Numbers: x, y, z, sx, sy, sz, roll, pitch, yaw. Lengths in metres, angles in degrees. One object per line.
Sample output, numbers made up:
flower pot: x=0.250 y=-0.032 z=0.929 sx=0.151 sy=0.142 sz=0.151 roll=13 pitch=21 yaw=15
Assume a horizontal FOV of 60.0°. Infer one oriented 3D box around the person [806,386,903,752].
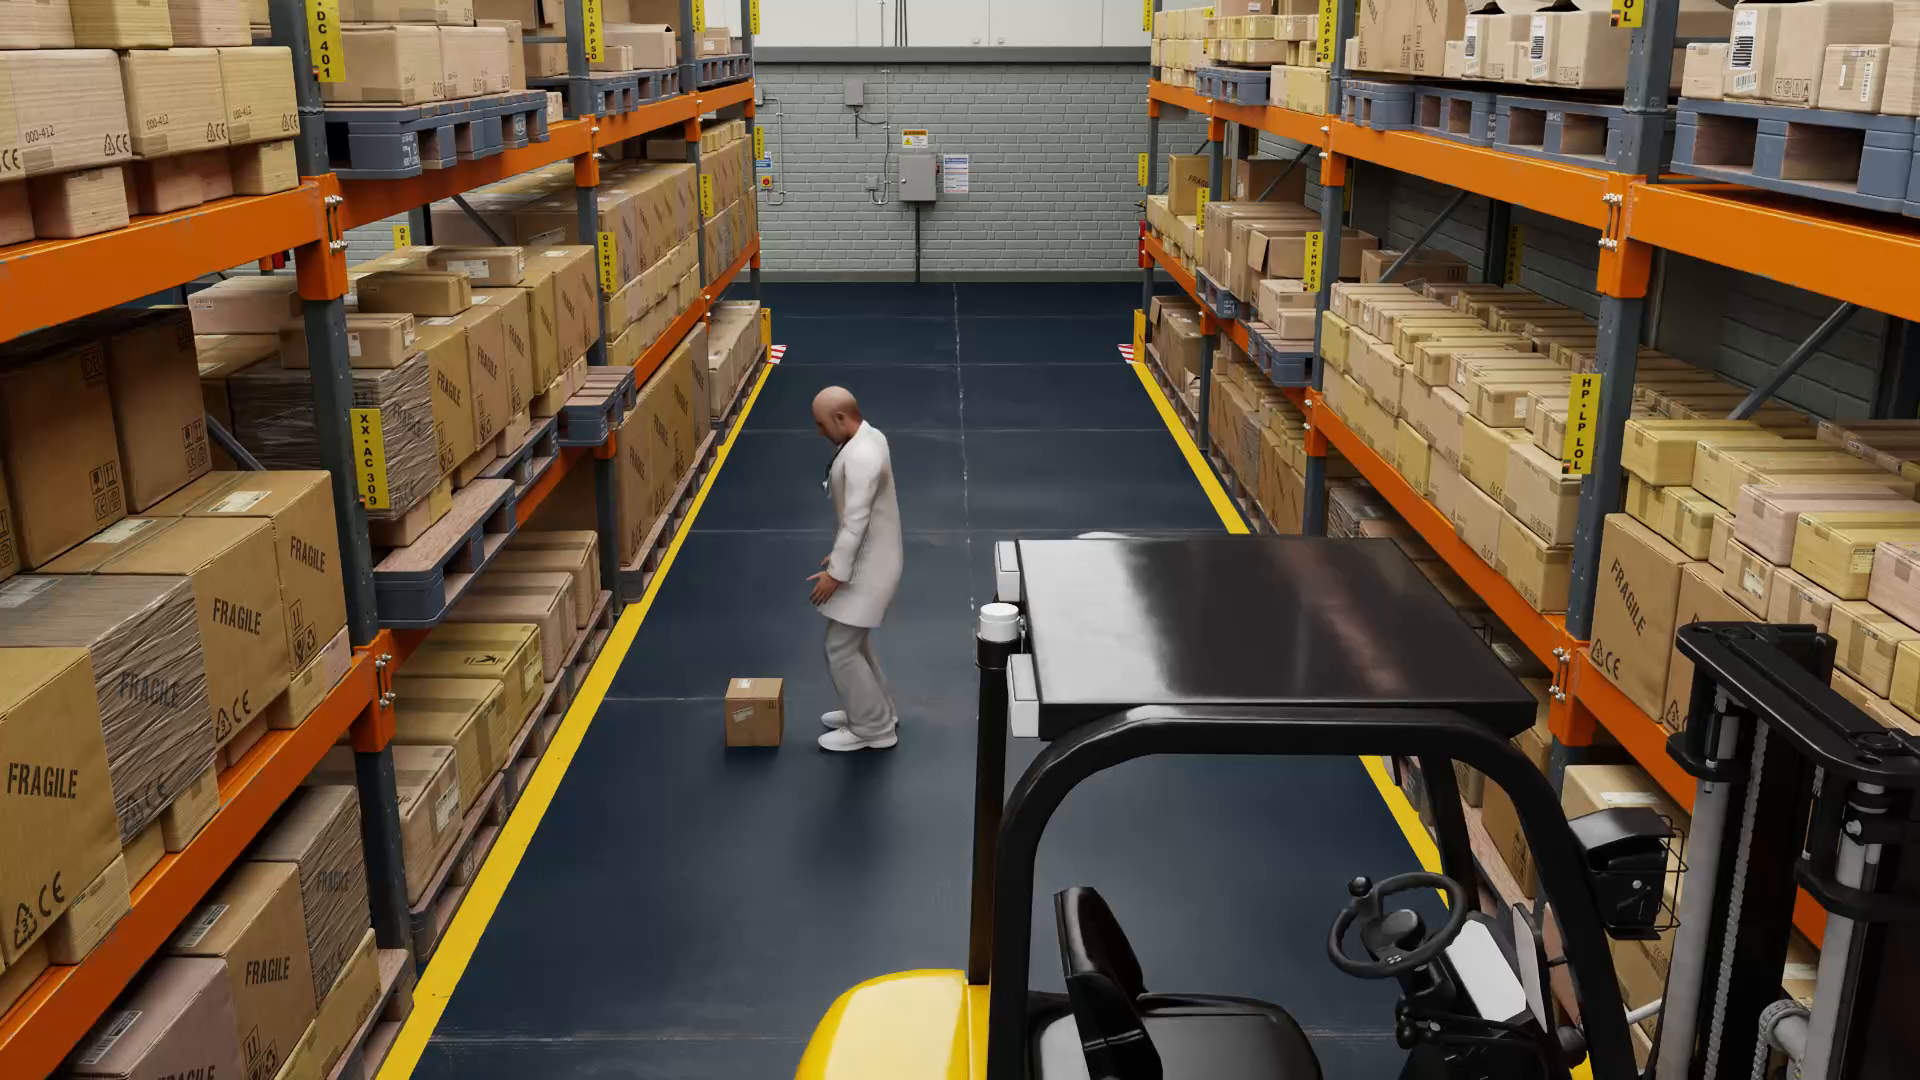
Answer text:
person: x=-0.482 y=0.132 z=7.743 sx=0.432 sy=1.728 sz=0.591 roll=0 pitch=17 yaw=1
